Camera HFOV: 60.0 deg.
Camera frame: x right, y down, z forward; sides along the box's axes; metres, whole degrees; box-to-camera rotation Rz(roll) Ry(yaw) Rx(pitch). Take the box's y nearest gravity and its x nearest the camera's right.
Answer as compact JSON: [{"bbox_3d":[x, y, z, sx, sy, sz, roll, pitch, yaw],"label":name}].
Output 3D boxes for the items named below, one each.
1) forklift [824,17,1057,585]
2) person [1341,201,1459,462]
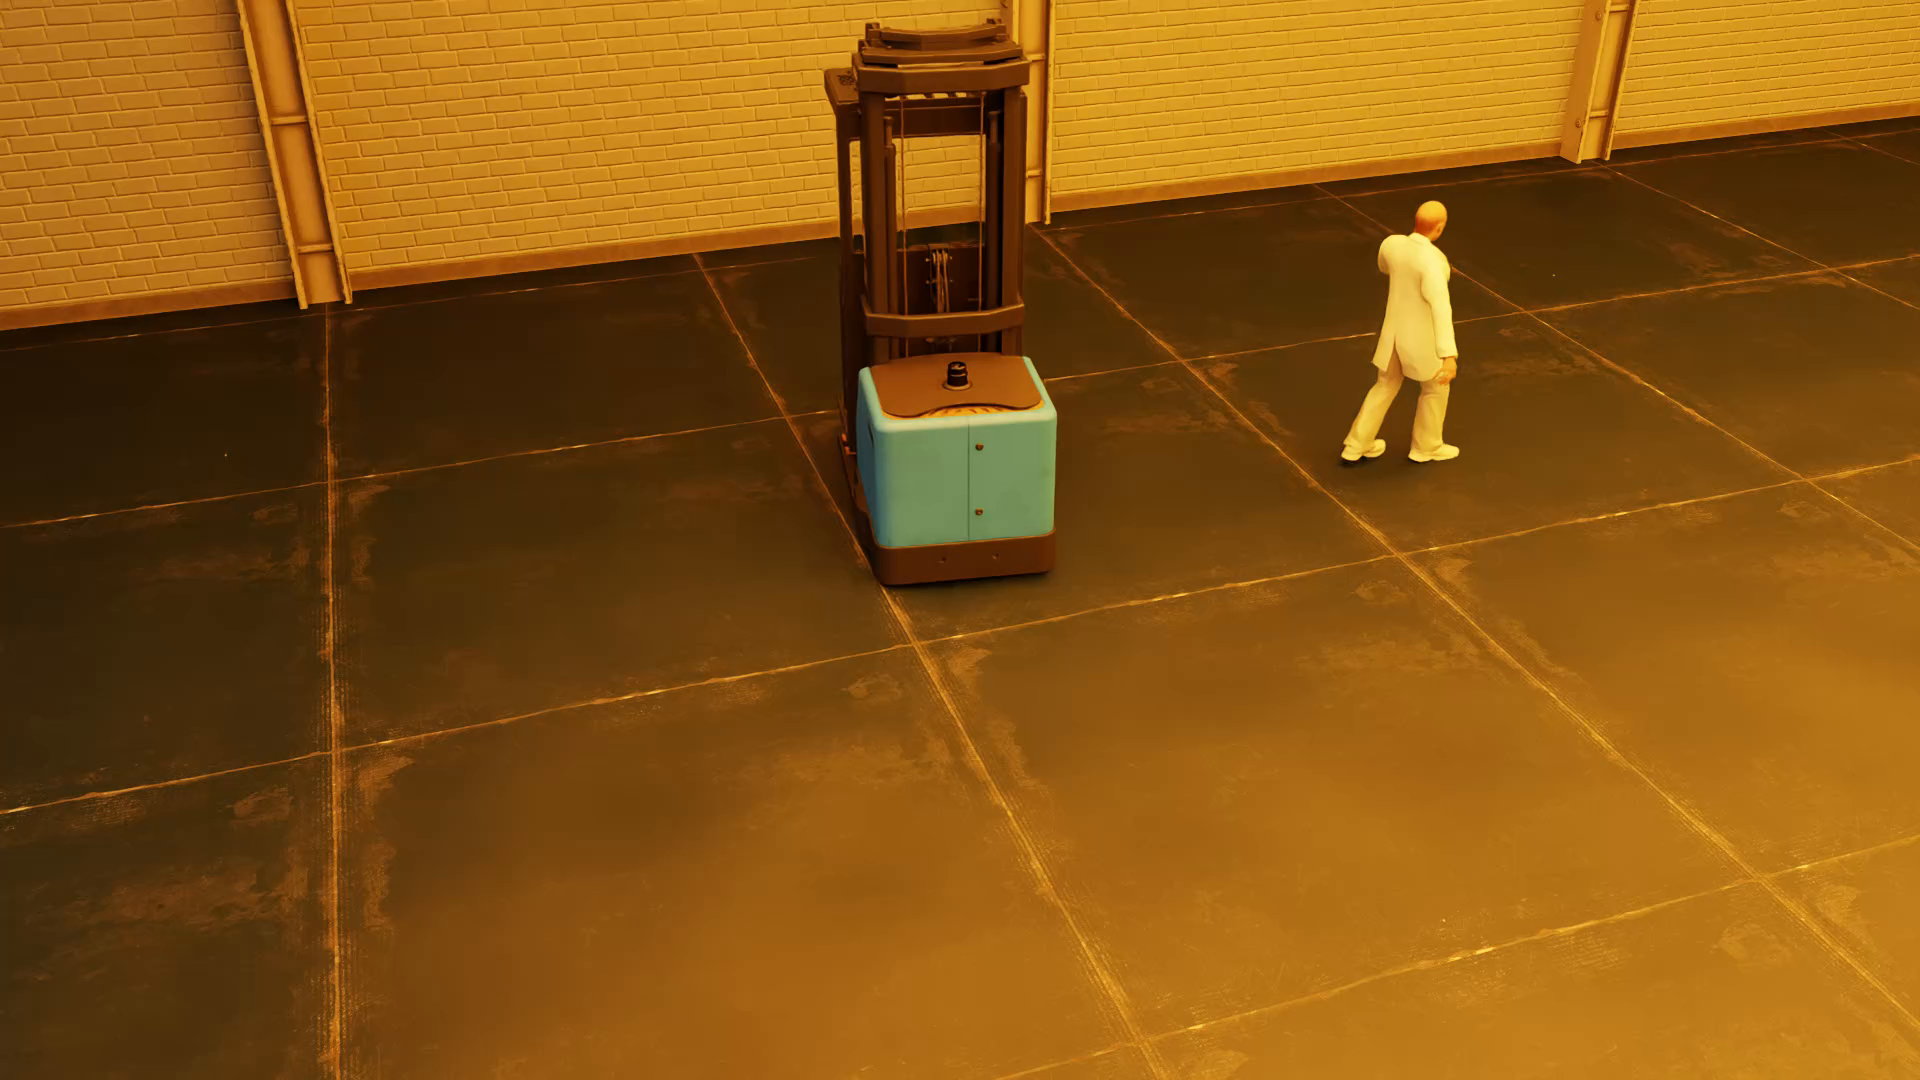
[{"bbox_3d":[-0.202,-1.732,10.096,1.130,2.935,3.031,-5,30,-8],"label":"forklift"},{"bbox_3d":[2.910,-1.285,10.521,0.824,1.759,1.016,-15,33,-24],"label":"person"}]
